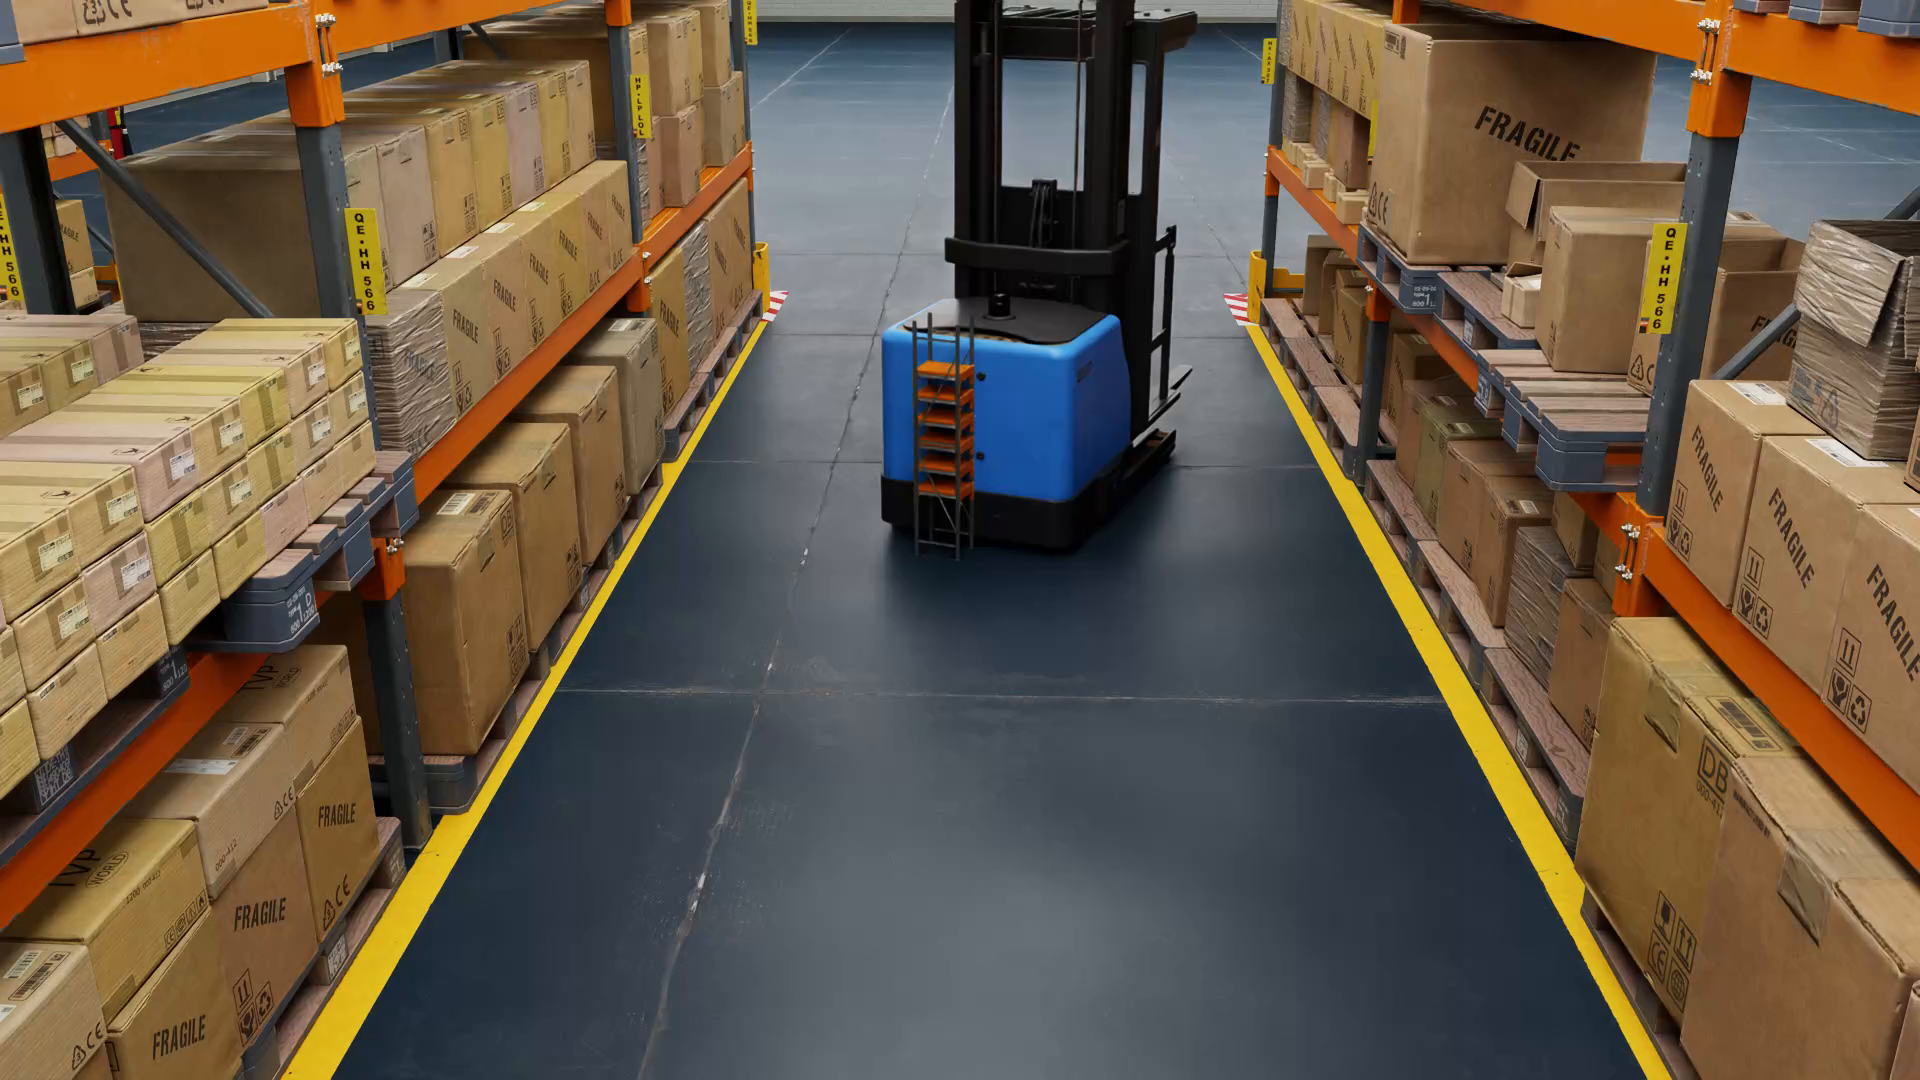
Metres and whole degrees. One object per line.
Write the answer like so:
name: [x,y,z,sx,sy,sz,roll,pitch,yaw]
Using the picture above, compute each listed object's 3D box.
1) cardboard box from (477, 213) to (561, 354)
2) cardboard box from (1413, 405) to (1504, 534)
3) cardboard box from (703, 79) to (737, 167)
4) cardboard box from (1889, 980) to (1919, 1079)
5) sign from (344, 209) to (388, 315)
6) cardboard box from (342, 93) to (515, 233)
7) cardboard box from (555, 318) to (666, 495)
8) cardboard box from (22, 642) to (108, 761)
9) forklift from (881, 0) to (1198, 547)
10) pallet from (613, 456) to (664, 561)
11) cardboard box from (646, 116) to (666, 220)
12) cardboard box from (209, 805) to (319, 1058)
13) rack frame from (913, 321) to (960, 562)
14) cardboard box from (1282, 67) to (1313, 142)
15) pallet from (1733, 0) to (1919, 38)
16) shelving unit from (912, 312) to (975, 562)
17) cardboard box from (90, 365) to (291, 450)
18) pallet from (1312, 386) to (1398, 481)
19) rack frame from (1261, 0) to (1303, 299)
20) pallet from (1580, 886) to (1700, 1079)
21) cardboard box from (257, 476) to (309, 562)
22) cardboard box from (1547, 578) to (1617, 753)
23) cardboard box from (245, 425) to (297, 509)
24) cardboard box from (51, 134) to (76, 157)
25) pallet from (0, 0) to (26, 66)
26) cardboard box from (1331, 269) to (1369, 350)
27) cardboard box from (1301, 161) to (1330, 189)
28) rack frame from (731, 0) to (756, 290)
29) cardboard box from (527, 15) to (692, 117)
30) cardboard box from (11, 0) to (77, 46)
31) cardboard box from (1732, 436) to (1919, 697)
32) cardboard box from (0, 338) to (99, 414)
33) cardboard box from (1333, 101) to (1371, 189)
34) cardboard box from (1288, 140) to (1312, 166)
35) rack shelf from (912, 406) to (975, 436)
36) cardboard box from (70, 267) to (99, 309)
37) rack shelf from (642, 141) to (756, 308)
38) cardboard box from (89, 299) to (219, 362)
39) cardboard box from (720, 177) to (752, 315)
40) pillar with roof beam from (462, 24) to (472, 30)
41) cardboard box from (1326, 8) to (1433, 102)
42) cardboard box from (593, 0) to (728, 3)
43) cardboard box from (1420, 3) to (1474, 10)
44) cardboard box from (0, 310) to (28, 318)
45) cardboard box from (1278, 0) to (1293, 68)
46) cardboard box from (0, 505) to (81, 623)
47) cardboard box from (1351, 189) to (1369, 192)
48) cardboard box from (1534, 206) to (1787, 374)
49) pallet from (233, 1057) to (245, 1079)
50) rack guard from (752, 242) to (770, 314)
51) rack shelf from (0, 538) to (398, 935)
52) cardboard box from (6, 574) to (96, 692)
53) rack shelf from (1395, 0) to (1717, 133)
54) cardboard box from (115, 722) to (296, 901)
cardboard box: [-2.028,-1.099,7.077,0.500,0.500,0.500,0,21,1]
cardboard box: [2.645,-0.348,8.126,0.700,0.500,0.500,1,21,1]
cardboard box: [-2.075,-2.976,11.844,0.875,0.550,0.550,1,21,2]
cardboard box: [2.501,1.430,3.052,1.225,0.875,0.875,0,21,0]
sign: [-1.815,-0.847,5.075,0.100,0.325,0.005,1,21,2]
cardboard box: [-2.291,-1.575,6.921,0.700,0.500,0.500,0,21,1]
cardboard box: [-2.165,-0.715,8.754,1.050,0.750,0.750,1,21,1]
cardboard box: [-1.962,0.320,3.324,0.380,0.149,0.250,0,21,-1]
forklift: [0.623,-1.829,9.192,1.130,2.935,3.031,8,23,21]
pallet: [-2.184,-0.213,8.787,1.003,0.211,1.213,1,21,2]
cardboard box: [-2.243,-2.196,9.834,0.875,0.550,0.550,1,21,2]
cardboard box: [-2.136,1.051,4.548,0.500,0.500,0.500,1,21,4]
rack frame: [-0.113,-0.466,8.070,0.240,1.200,0.006,8,23,21]
cardboard box: [2.796,-3.135,11.913,0.875,0.500,0.500,1,21,2]
pallet: [2.630,-1.333,3.932,1.213,0.211,1.003,2,21,4]
shelving unit: [-0.079,-0.496,8.149,0.258,1.200,0.189,8,23,21]
cardboard box: [-1.932,-0.335,4.191,0.380,0.149,0.250,1,21,3]
pallet: [2.704,-0.645,9.900,1.003,0.211,1.213,1,21,2]
rack frame: [2.840,-3.148,12.497,1.000,3.000,0.127,1,21,2]
pallet: [2.498,1.328,4.814,1.003,0.211,1.213,1,21,2]
cardboard box: [-1.930,-0.059,4.302,0.380,0.149,0.250,1,21,3]
cardboard box: [2.597,0.462,6.039,0.700,0.500,0.500,0,21,-1]
cardboard box: [-1.929,-0.189,4.225,0.380,0.149,0.250,1,21,3]
cardboard box: [-6.759,-2.910,12.229,0.380,0.149,0.250,0,21,1]
pallet: [-2.326,-0.809,2.579,1.213,0.211,1.003,1,21,2]
cardboard box: [2.783,-1.511,11.151,0.500,0.500,0.500,3,21,7]
cardboard box: [2.451,-2.390,10.888,0.380,0.149,0.250,1,21,2]
rack frame: [-2.114,-3.240,12.731,1.000,3.000,0.127,1,21,2]
cardboard box: [-2.136,-2.894,10.139,0.875,0.550,0.550,1,21,2]
cardboard box: [-2.142,-1.221,3.244,0.500,0.500,0.500,1,21,2]
cardboard box: [2.297,0.057,4.098,0.500,0.500,0.500,0,21,0]
cardboard box: [-2.571,-0.441,4.463,0.380,0.149,0.250,0,21,0]
cardboard box: [2.759,-2.412,10.049,0.875,0.500,0.500,1,21,2]
cardboard box: [2.544,-2.750,11.818,0.380,0.149,0.250,1,21,2]
rack shelf: [-0.079,-0.567,8.122,0.258,0.103,0.180,8,23,21]
cardboard box: [-6.821,-1.867,12.416,0.500,0.250,0.500,1,21,1]
rack shelf: [-2.175,-2.181,10.998,1.077,0.370,4.000,1,21,2]
cardboard box: [-2.612,-0.559,5.686,0.500,0.500,0.500,1,21,2]
cardboard box: [-2.069,-2.199,12.406,0.875,0.875,0.875,1,21,2]
pillar with roof beam: [-7.733,-16.665,39.040,9.100,9.000,0.400,1,21,2]
cardboard box: [2.487,-2.881,9.875,0.500,0.500,0.500,1,21,2]
cardboard box: [-2.164,-3.679,12.164,0.875,0.550,0.550,1,21,2]
cardboard box: [3.020,-3.056,10.327,0.500,0.500,0.500,1,21,2]
cardboard box: [-5.407,-0.990,9.343,0.500,0.500,0.500,1,21,2]
cardboard box: [2.551,-3.604,11.739,0.500,0.500,0.500,1,21,2]
cardboard box: [-1.965,0.041,3.221,0.380,0.149,0.250,1,21,3]
cardboard box: [2.552,-2.027,9.953,0.380,0.149,0.250,1,21,2]
cardboard box: [2.490,-0.897,5.975,0.700,0.500,0.500,4,22,10]
pallet: [-2.423,1.675,3.919,1.003,0.211,1.213,1,21,2]
rack guard: [-2.114,-2.083,13.206,1.175,0.500,0.348,1,21,2]
rack shelf: [-2.418,0.711,3.543,1.077,0.370,4.000,1,21,2]
cardboard box: [-1.962,0.179,3.276,0.380,0.149,0.250,0,21,1]
rack shelf: [2.658,-2.042,6.493,1.077,0.370,4.000,1,21,2]
cardboard box: [-2.121,0.706,4.402,0.500,0.250,0.500,1,21,2]
